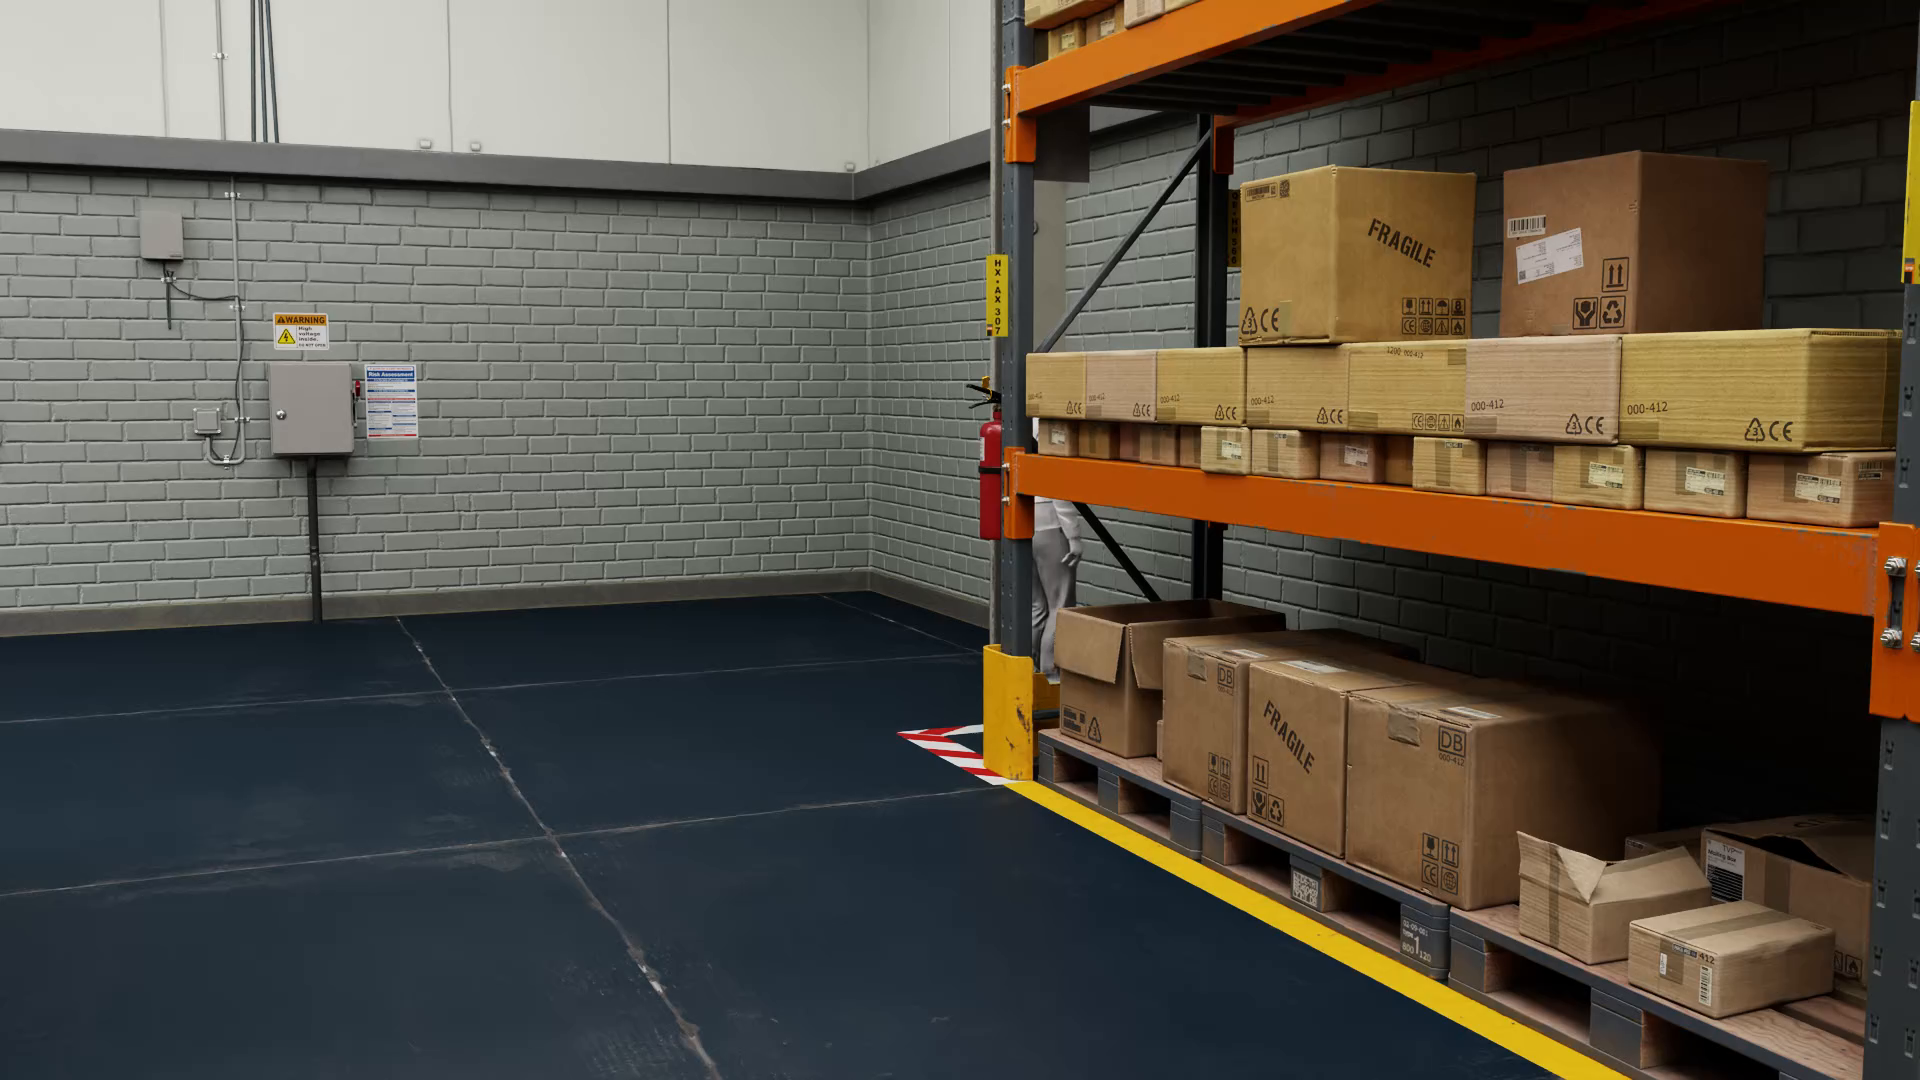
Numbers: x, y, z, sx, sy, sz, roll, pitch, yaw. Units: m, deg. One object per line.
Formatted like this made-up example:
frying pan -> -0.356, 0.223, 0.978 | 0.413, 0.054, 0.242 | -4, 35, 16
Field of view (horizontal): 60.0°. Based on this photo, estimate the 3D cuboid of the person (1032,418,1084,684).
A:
person -> 0.430, -0.019, 8.181 | 0.371, 1.663, 0.529 | -2, 6, -23
